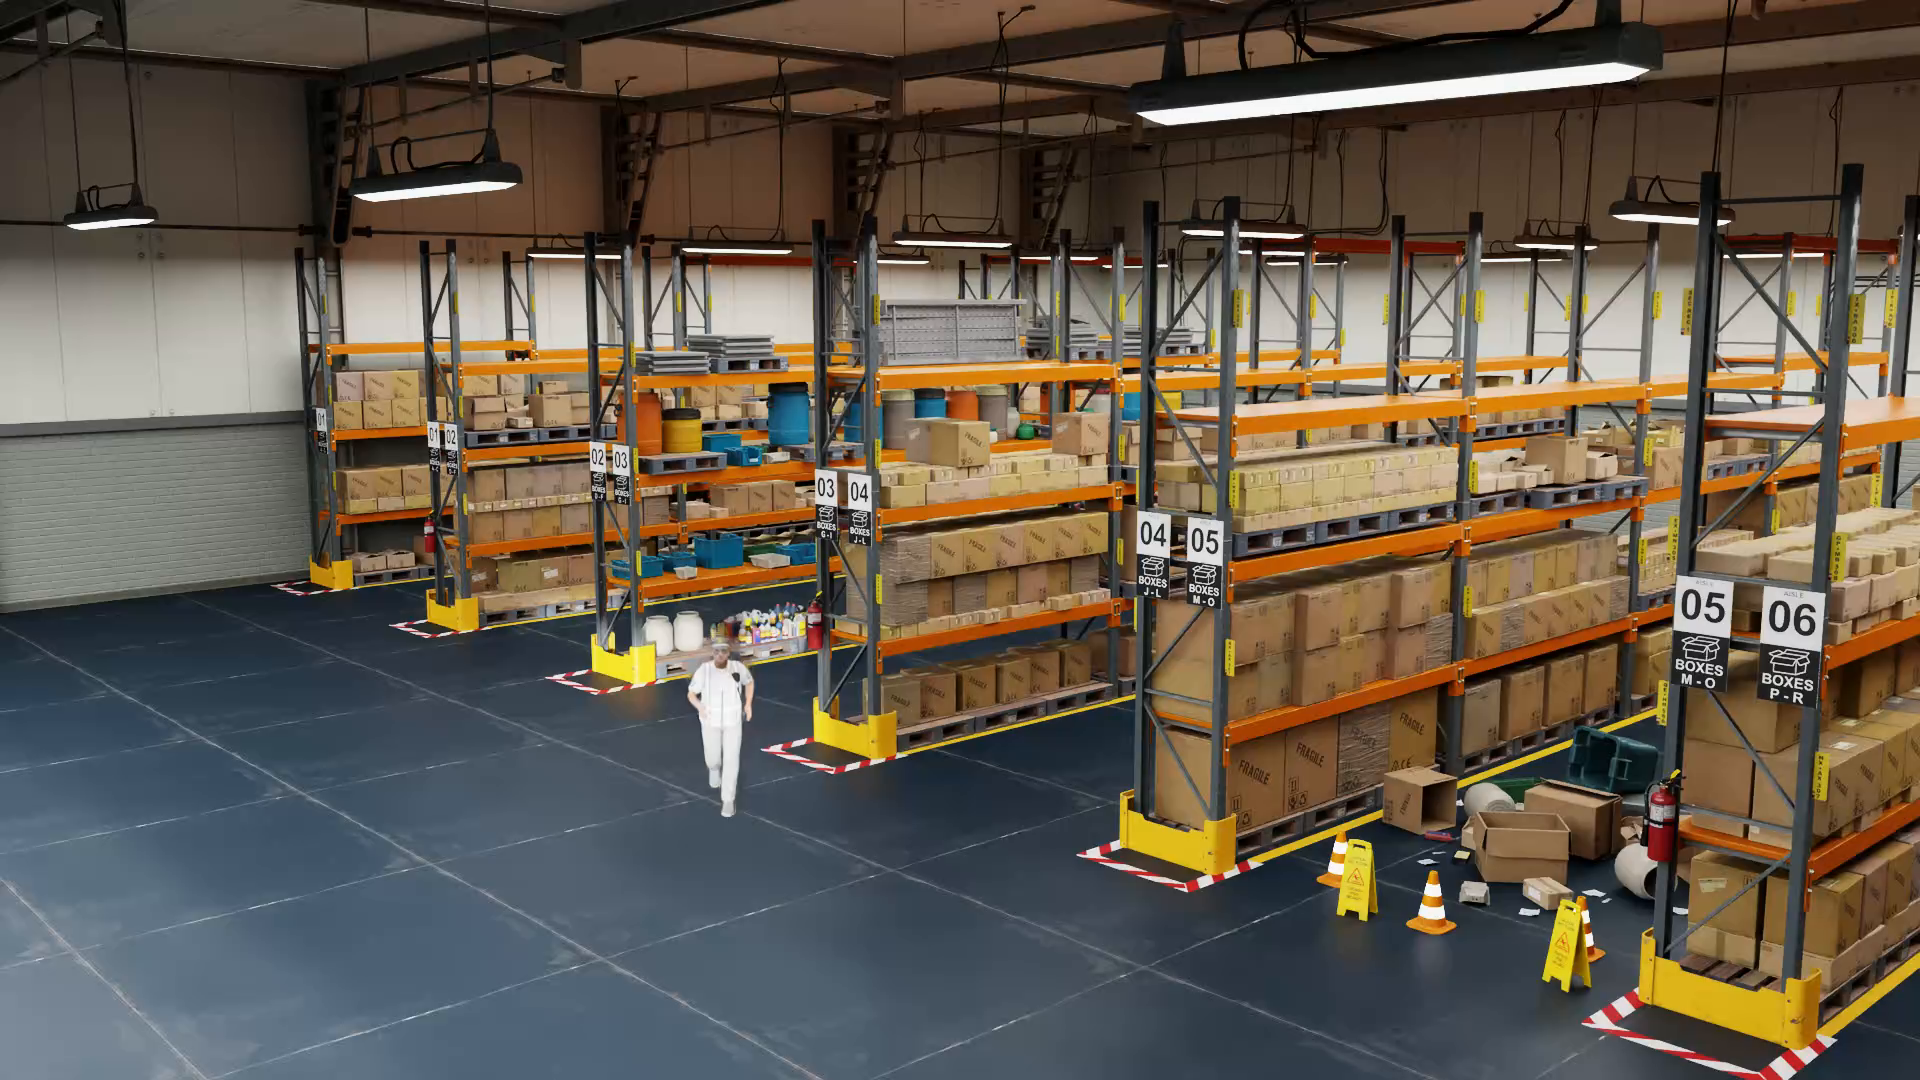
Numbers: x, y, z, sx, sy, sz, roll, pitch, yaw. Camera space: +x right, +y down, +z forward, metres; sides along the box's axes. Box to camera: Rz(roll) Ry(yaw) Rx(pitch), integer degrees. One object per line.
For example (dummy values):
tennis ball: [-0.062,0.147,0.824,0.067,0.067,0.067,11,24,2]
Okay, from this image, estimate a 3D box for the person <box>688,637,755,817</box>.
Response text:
person: [-2.412,1.834,16.885,0.677,1.776,0.920,-1,8,-10]
